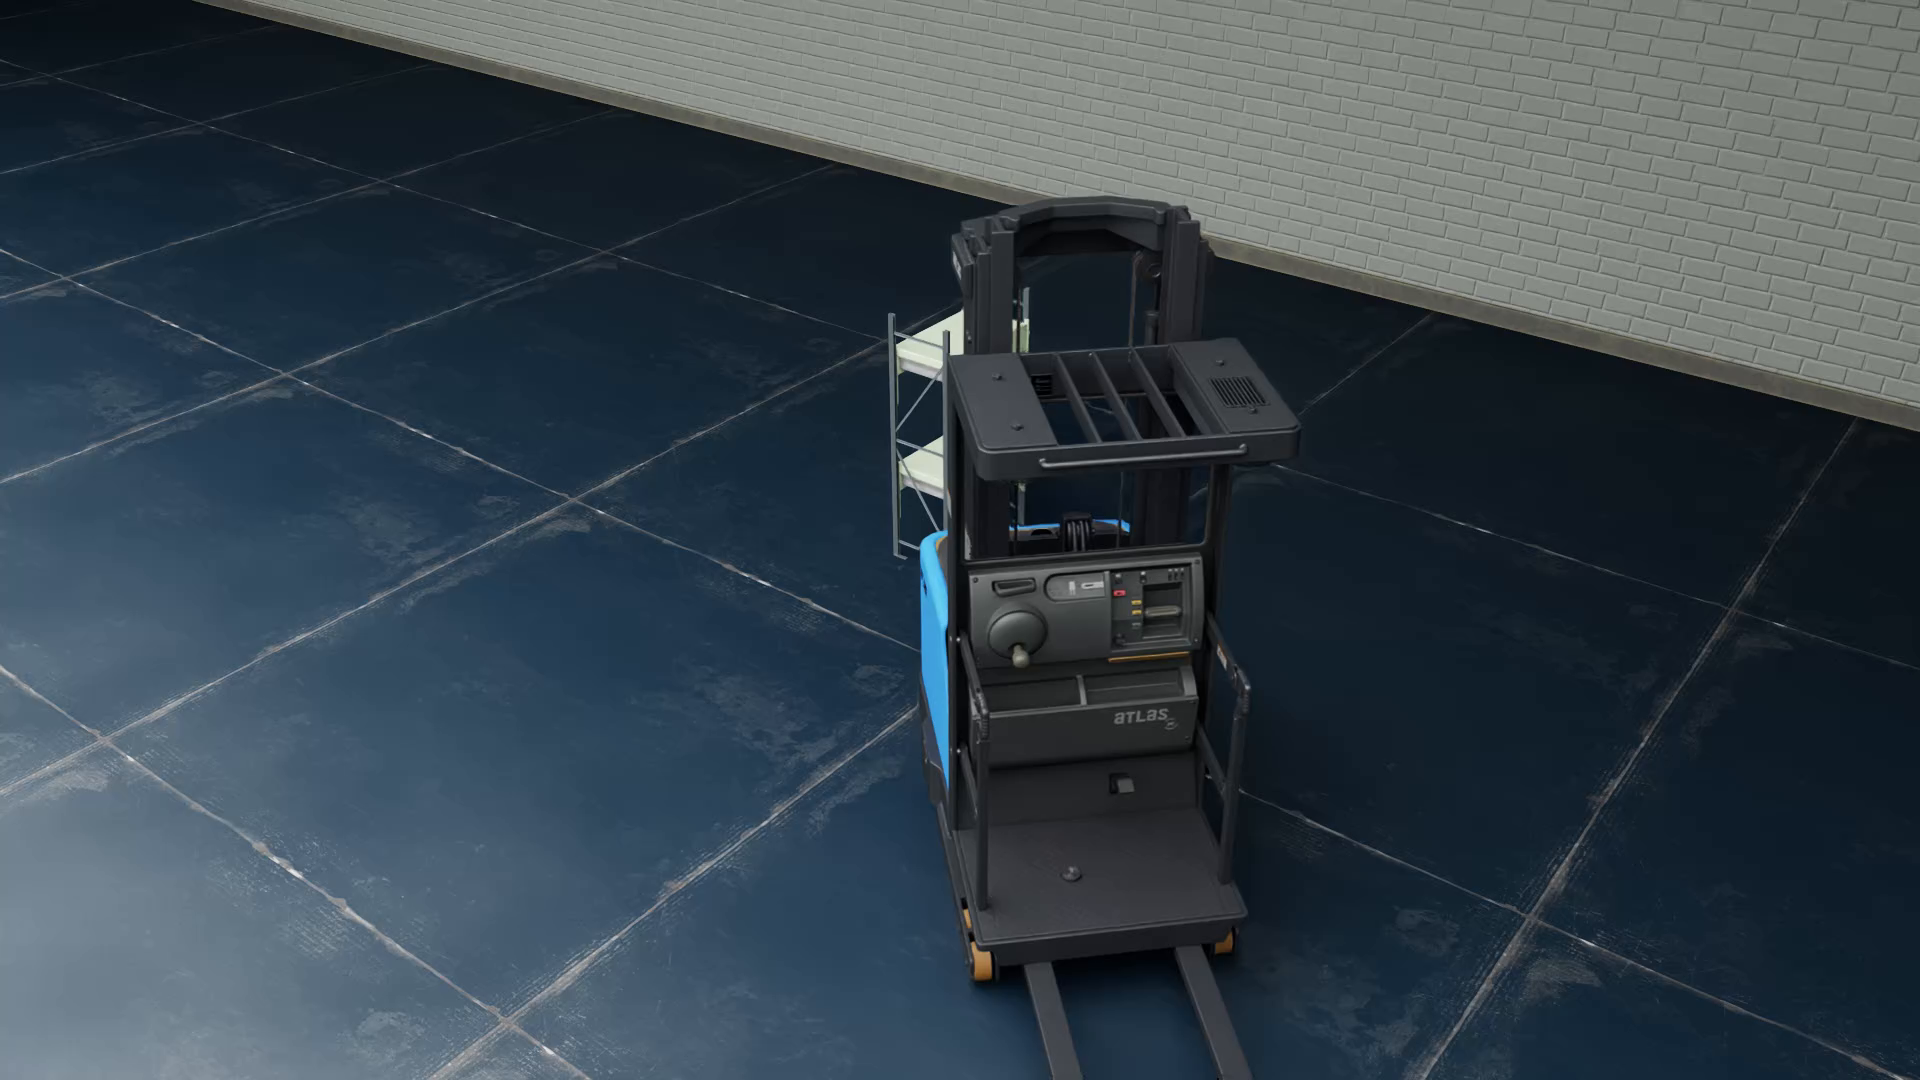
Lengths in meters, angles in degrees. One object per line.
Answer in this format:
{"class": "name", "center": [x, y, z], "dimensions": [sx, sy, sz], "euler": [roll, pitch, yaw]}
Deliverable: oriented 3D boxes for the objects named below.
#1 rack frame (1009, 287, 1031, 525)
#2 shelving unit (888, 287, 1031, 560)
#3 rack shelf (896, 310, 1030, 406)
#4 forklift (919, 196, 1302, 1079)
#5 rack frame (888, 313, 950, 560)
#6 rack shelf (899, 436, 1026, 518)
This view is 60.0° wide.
{"class": "rack frame", "center": [0.225, -0.797, 9.623], "dimensions": [0.400, 1.500, 0.023], "euler": [21, 37, 31]}
{"class": "shelving unit", "center": [0.004, -0.648, 9.372], "dimensions": [0.431, 1.500, 0.755], "euler": [21, 37, 31]}
{"class": "rack shelf", "center": [0.004, -0.984, 9.173], "dimensions": [0.431, 0.370, 0.720], "euler": [21, 37, 31]}
{"class": "forklift", "center": [0.533, 0.329, 6.320], "dimensions": [1.130, 2.935, 3.031], "euler": [-4, 31, -7]}
{"class": "rack frame", "center": [-0.217, -0.499, 9.121], "dimensions": [0.400, 1.500, 0.023], "euler": [21, 37, 31]}
{"class": "rack shelf", "center": [0.004, -0.367, 9.538], "dimensions": [0.431, 0.370, 0.720], "euler": [21, 37, 31]}
